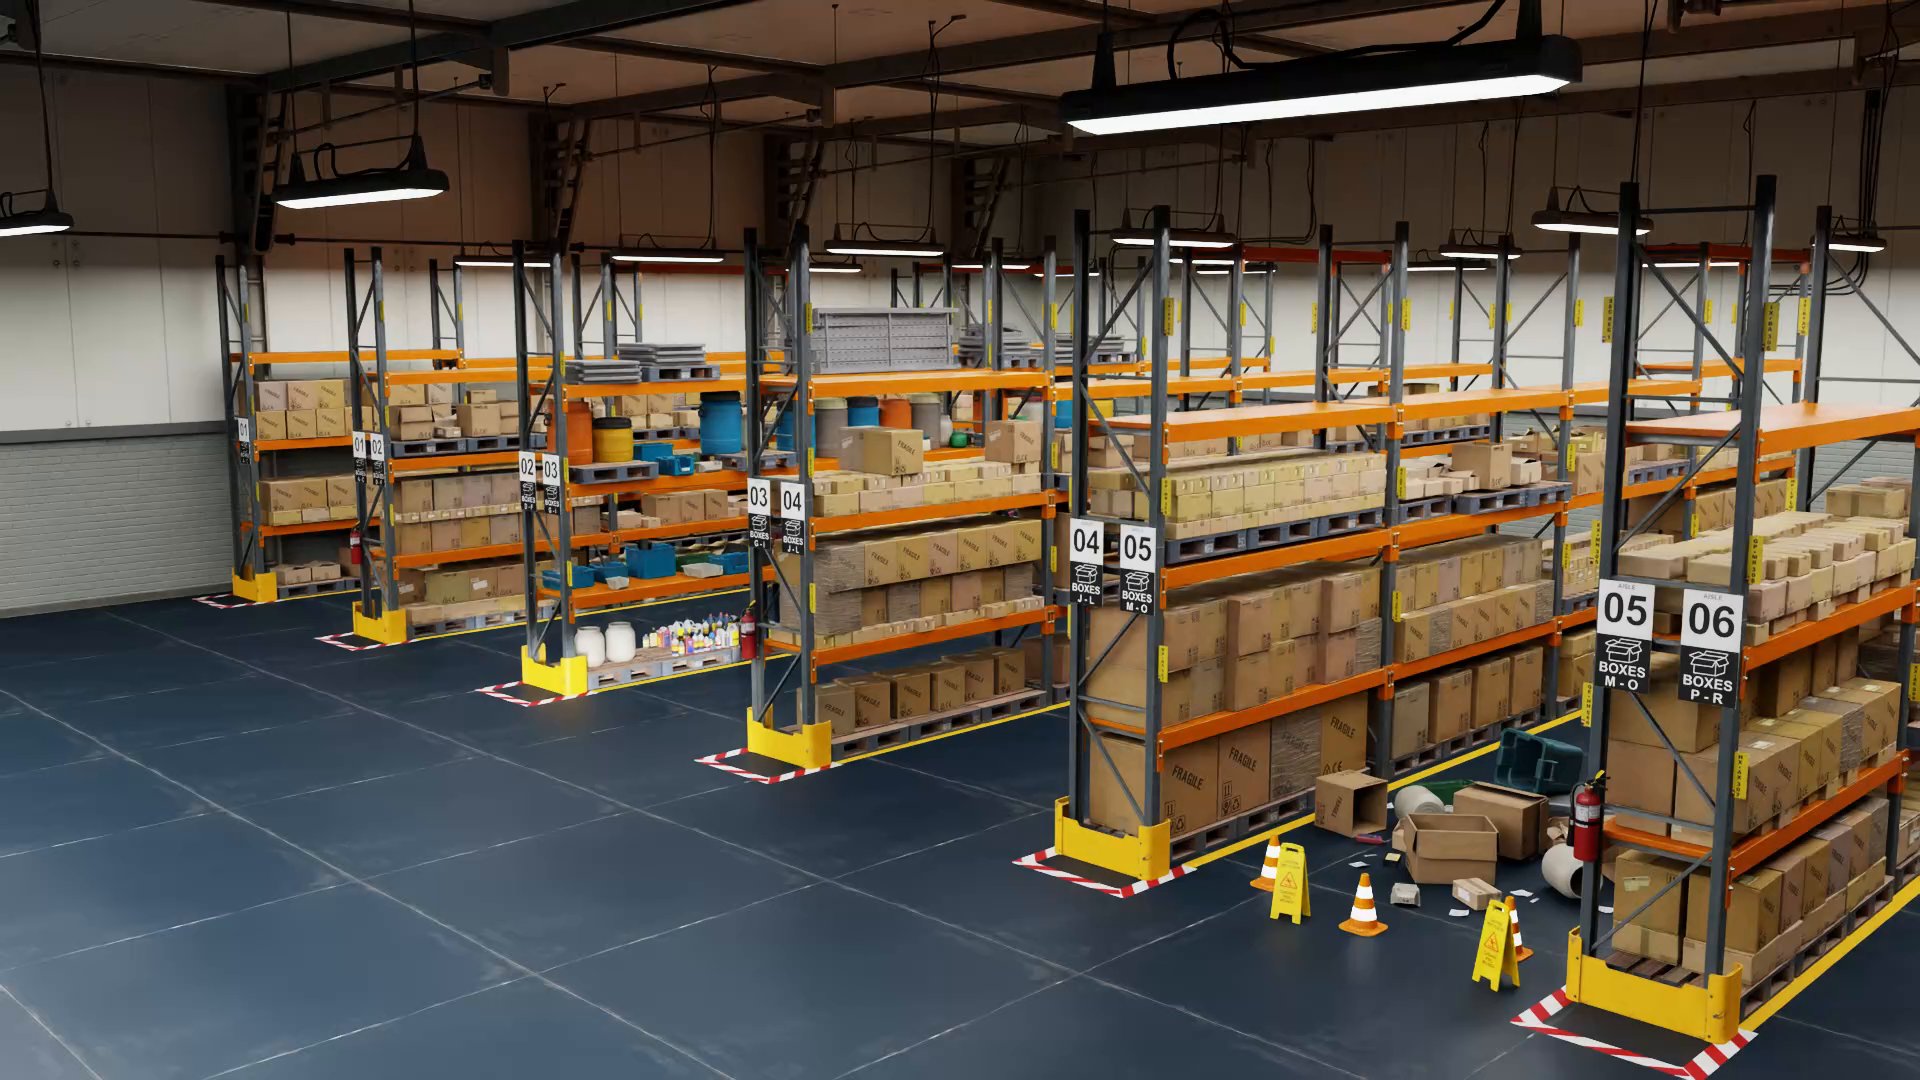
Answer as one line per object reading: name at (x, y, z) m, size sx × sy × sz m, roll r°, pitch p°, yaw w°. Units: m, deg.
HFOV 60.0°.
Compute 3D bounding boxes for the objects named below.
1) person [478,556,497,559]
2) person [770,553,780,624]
person at (-8.627, 0.067, 30.162) m, size 0.458 × 1.658 × 0.499 m, roll -5°, pitch 10°, yaw -33°
person at (-2.811, 0.625, 26.564) m, size 0.676 × 1.581 × 0.484 m, roll 8°, pitch 11°, yaw 43°
